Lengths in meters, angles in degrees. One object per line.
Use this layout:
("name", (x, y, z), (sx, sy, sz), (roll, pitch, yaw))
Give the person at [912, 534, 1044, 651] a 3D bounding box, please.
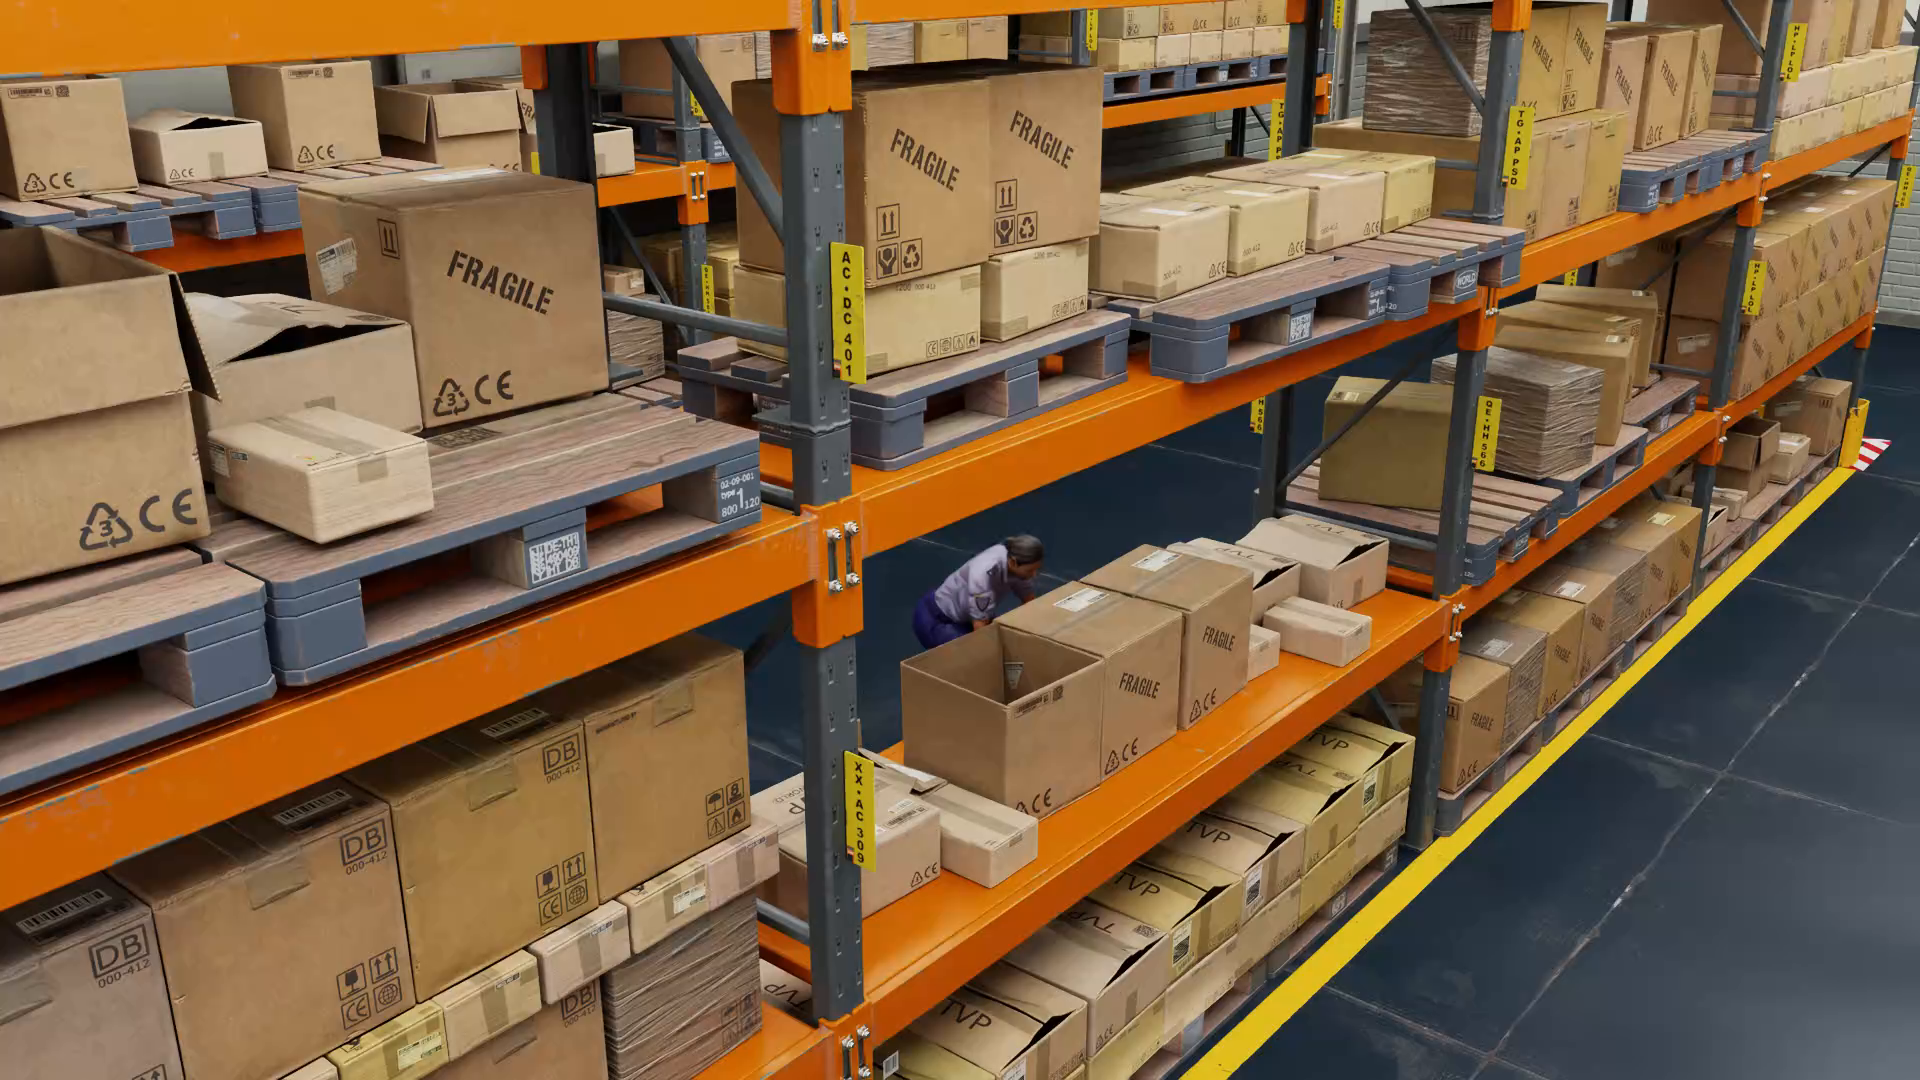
("person", (0.128, 0.484, 8.944), (0.736, 1.202, 0.537), (16, 25, 36))
